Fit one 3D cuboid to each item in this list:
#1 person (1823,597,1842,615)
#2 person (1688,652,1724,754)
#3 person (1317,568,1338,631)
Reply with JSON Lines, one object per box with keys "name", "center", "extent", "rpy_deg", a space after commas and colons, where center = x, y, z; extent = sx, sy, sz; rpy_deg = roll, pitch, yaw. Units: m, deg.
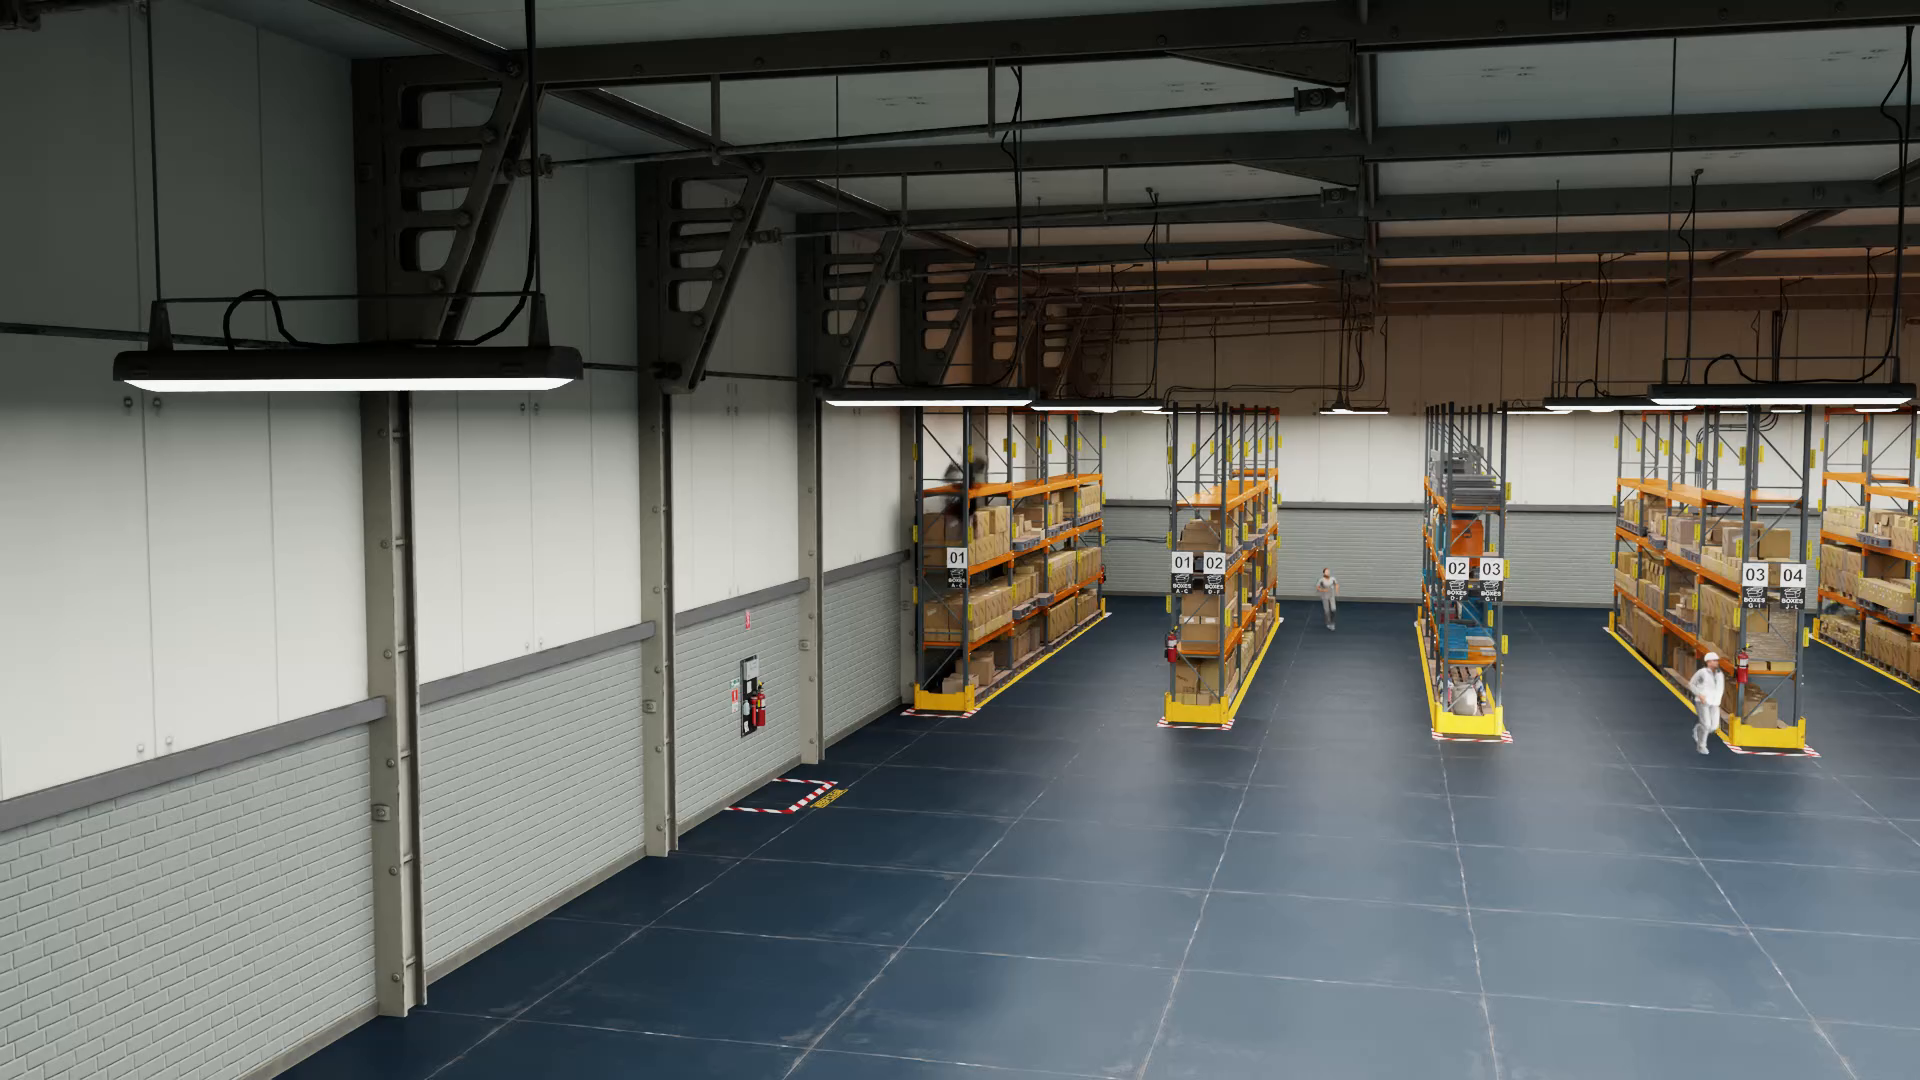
{"name": "person", "center": [23.277, 1.612, 44.251], "extent": [0.541, 1.678, 0.796], "rpy_deg": [2, 5, 29]}
{"name": "person", "center": [12.801, 2.774, 28.515], "extent": [0.680, 1.735, 0.609], "rpy_deg": [-1, 4, -9]}
{"name": "person", "center": [9.898, 1.597, 44.796], "extent": [0.594, 1.702, 0.632], "rpy_deg": [0, 4, 3]}
